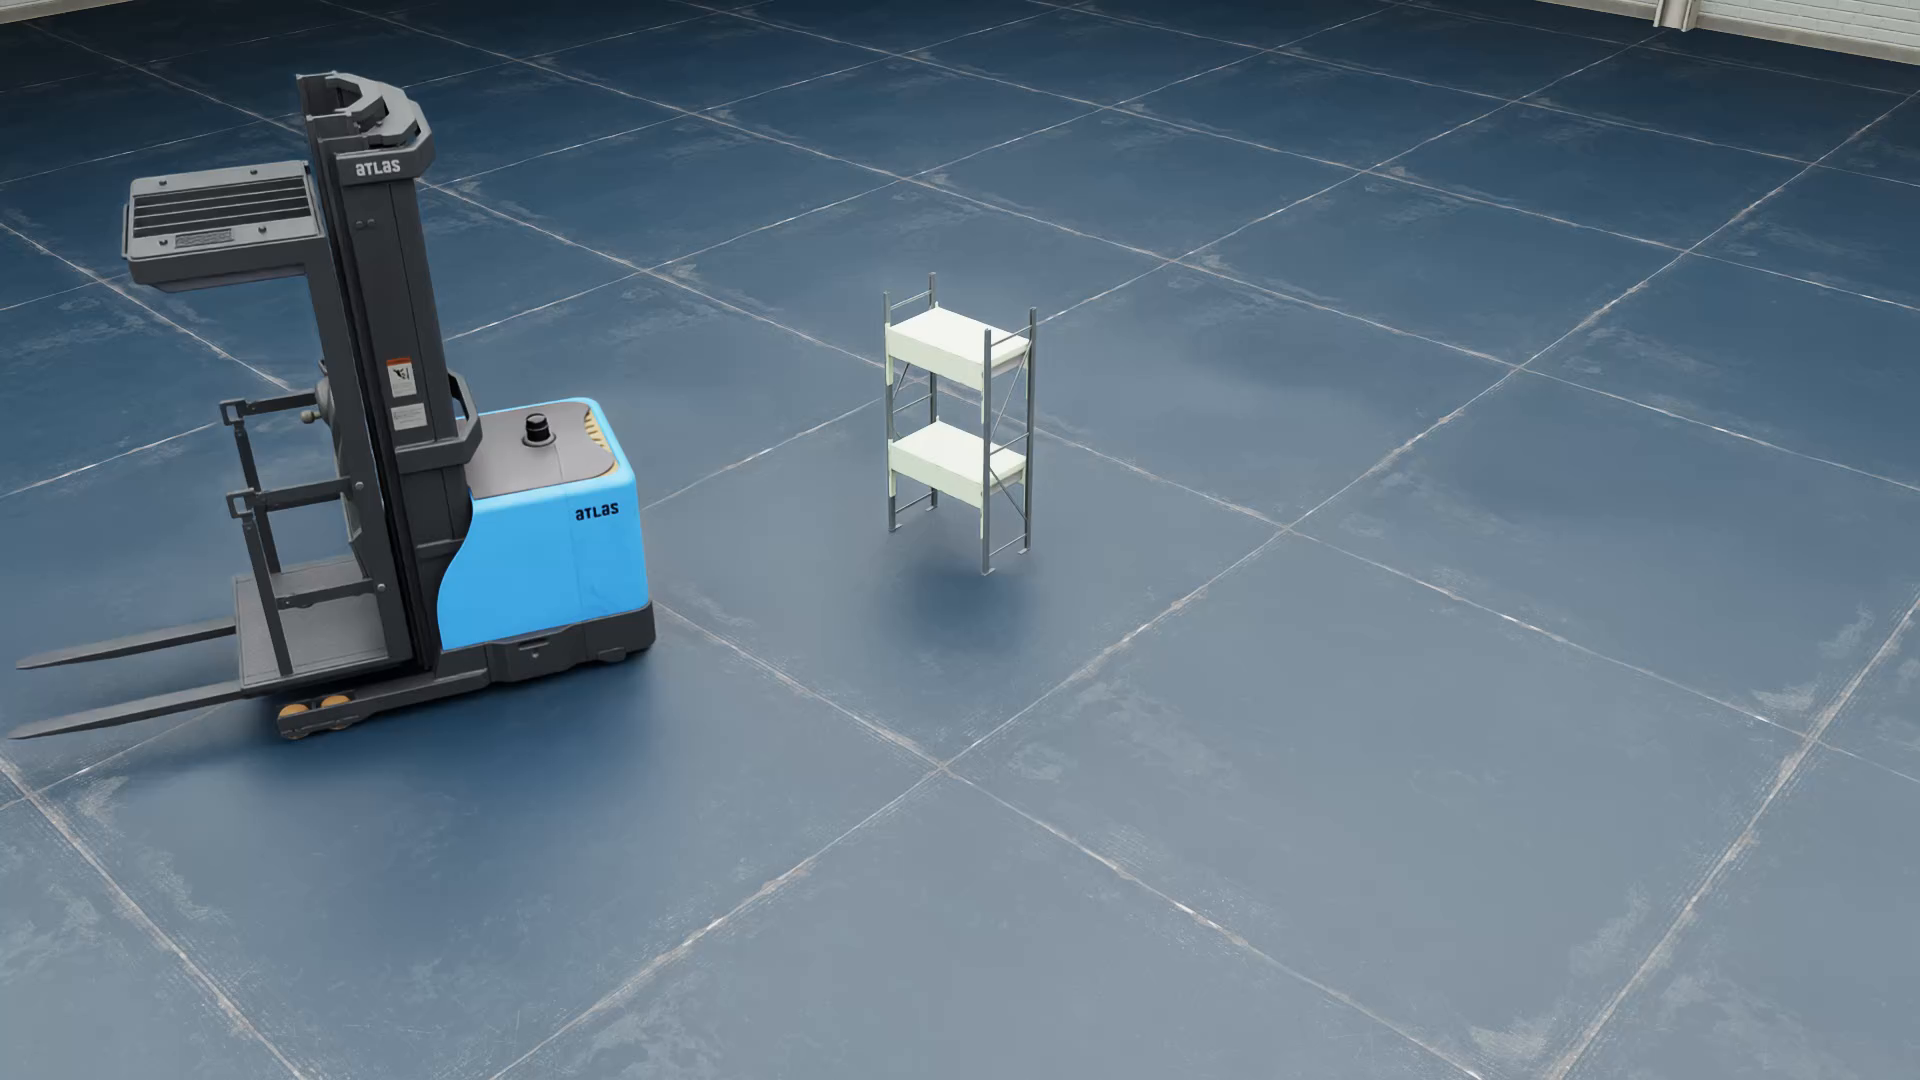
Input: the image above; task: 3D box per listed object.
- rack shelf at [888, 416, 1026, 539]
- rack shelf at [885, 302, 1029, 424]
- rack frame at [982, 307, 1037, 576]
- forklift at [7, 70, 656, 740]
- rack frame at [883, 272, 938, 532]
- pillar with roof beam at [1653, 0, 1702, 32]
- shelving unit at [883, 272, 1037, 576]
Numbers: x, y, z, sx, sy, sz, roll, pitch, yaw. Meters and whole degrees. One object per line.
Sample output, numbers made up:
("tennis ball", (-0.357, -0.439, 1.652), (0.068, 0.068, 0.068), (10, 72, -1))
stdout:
("rack shelf", (-0.005, -0.366, 9.480), (0.720, 0.370, 0.431), (25, 39, 35))
("rack shelf", (-0.005, -0.979, 9.110), (0.720, 0.370, 0.431), (25, 39, 35))
("rack frame", (0.266, -0.518, 9.101), (0.023, 1.500, 0.400), (25, 39, 35))
("forklift", (-3.158, -0.598, 7.847), (3.031, 2.935, 1.130), (-12, 33, -19))
("rack frame", (-0.276, -0.772, 9.522), (0.023, 1.500, 0.400), (25, 39, 35))
("pillar with roof beam", (5.661, -8.356, 14.850), (0.400, 9.000, 9.100), (25, 39, 35))
("shelving unit", (-0.005, -0.645, 9.311), (0.755, 1.500, 0.431), (25, 39, 35))
